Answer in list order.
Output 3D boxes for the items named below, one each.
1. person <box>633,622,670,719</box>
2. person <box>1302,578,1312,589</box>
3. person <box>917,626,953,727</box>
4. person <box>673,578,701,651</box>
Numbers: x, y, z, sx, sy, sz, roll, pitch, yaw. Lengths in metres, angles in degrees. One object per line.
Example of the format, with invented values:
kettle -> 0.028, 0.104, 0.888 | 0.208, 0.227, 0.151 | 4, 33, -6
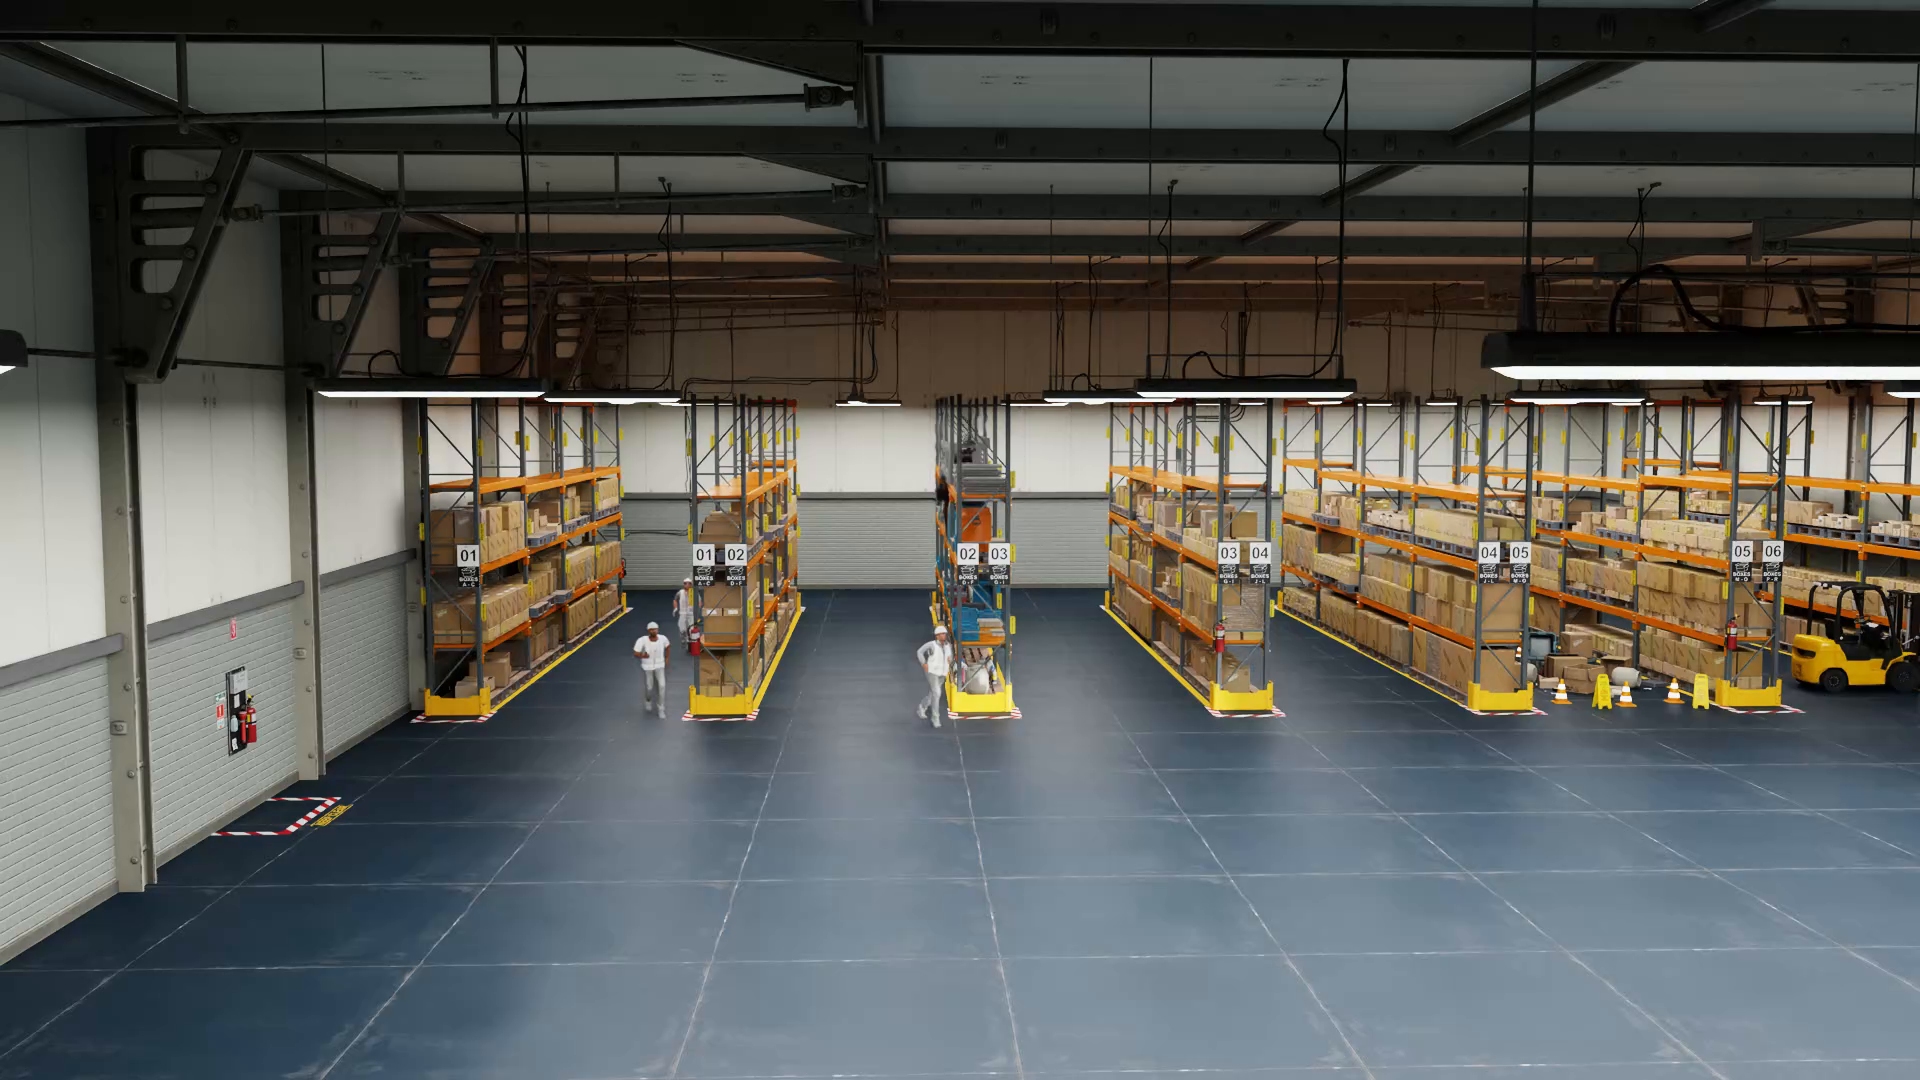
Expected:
person -> -5.740, 2.411, 31.053 | 0.715, 1.800, 0.893 | -2, 5, -19
person -> 10.320, 1.003, 48.973 | 0.814, 1.785, 0.679 | -1, 5, -7
person -> -0.425, 2.462, 30.412 | 0.689, 1.798, 0.855 | -4, 6, -41
person -> -6.407, 1.768, 39.021 | 0.664, 1.739, 0.603 | 0, 5, -5
